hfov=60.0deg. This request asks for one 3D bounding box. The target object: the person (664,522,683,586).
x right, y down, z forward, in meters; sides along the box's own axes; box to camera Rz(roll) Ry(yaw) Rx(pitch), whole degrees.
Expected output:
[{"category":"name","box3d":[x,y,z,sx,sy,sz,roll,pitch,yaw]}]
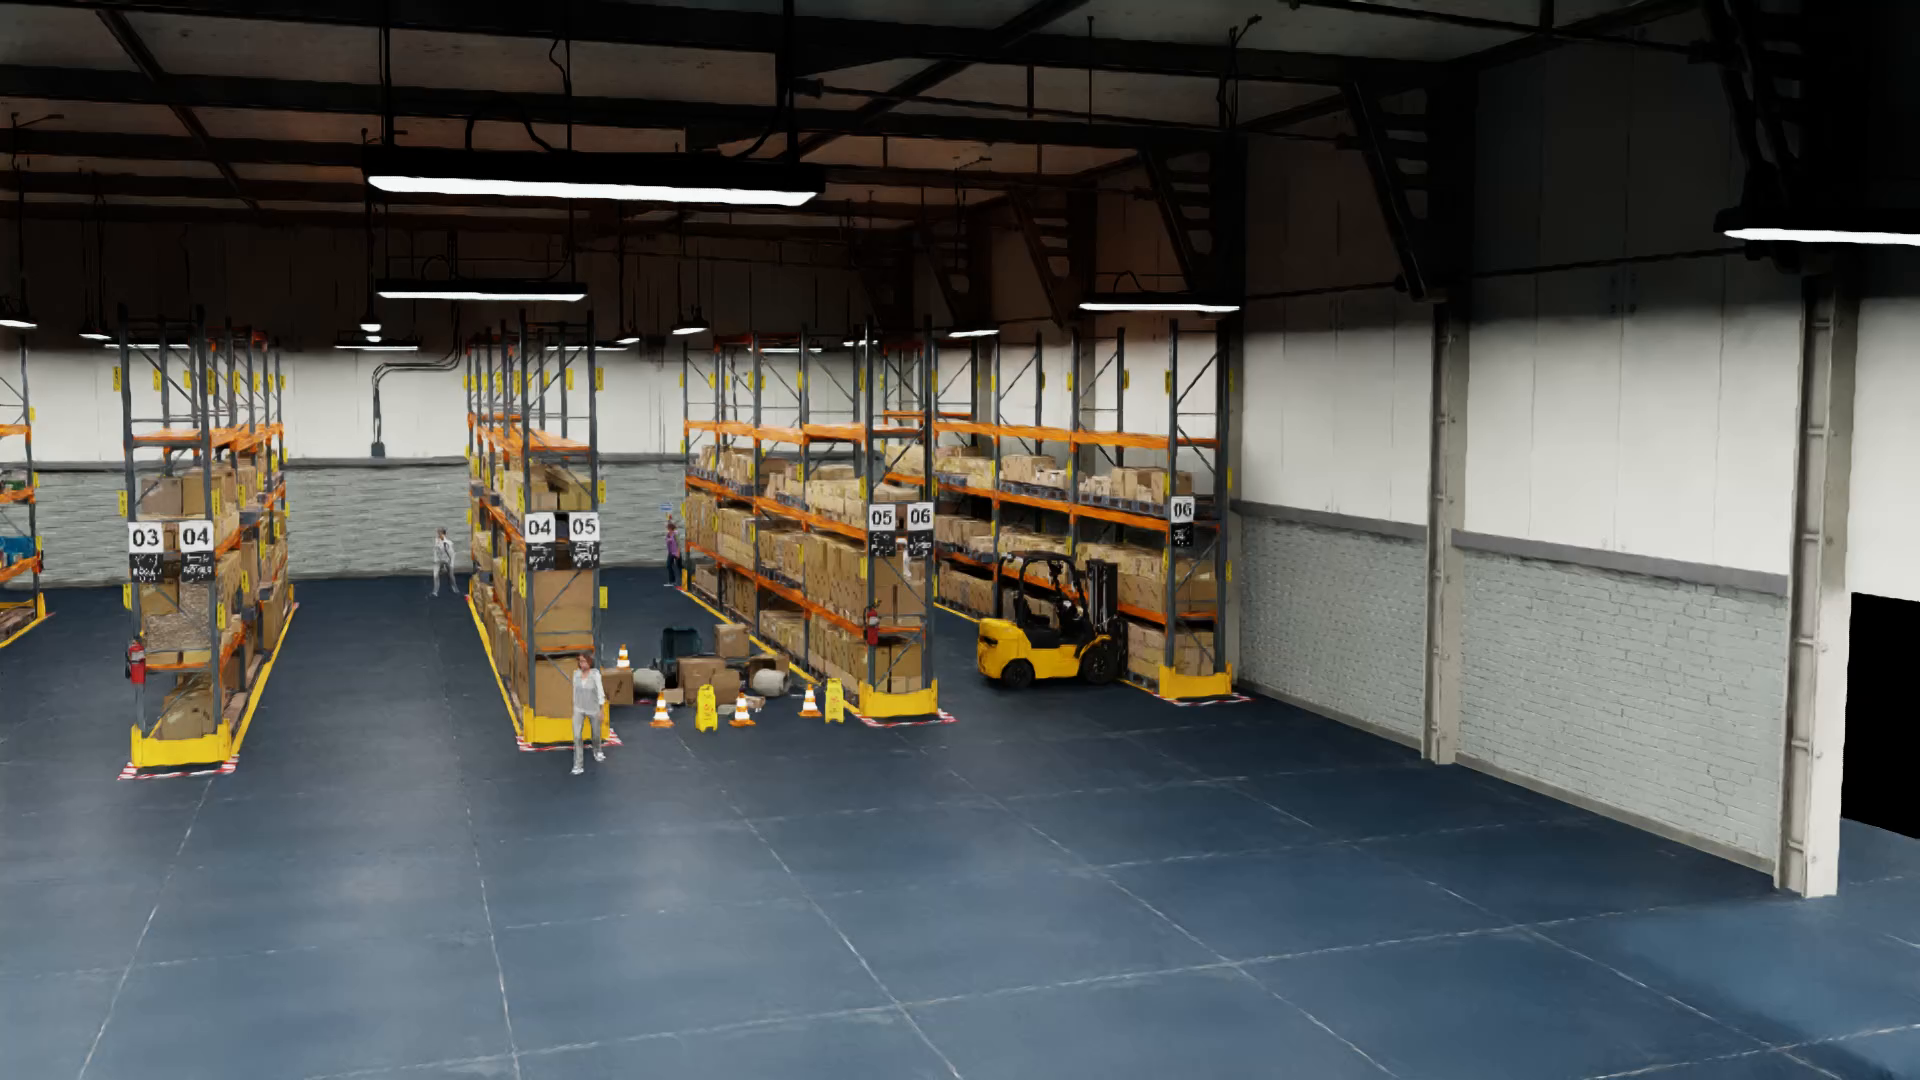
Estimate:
[{"category":"person","box3d":[-7.006,0.336,40.954,0.468,1.591,0.518,4,7,39]}]

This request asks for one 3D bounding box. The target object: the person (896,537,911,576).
[{"category":"person","box3d":[-1.245,0.820,34.711,0.585,1.763,0.682,1,5,6]}]

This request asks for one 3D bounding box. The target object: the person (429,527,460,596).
[{"category":"person","box3d":[-12.111,0.493,39.071,0.521,1.619,0.943,0,5,4]}]

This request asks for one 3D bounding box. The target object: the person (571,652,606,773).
[{"category":"person","box3d":[-4.791,2.187,21.478,0.439,1.542,0.848,0,5,-2]}]
